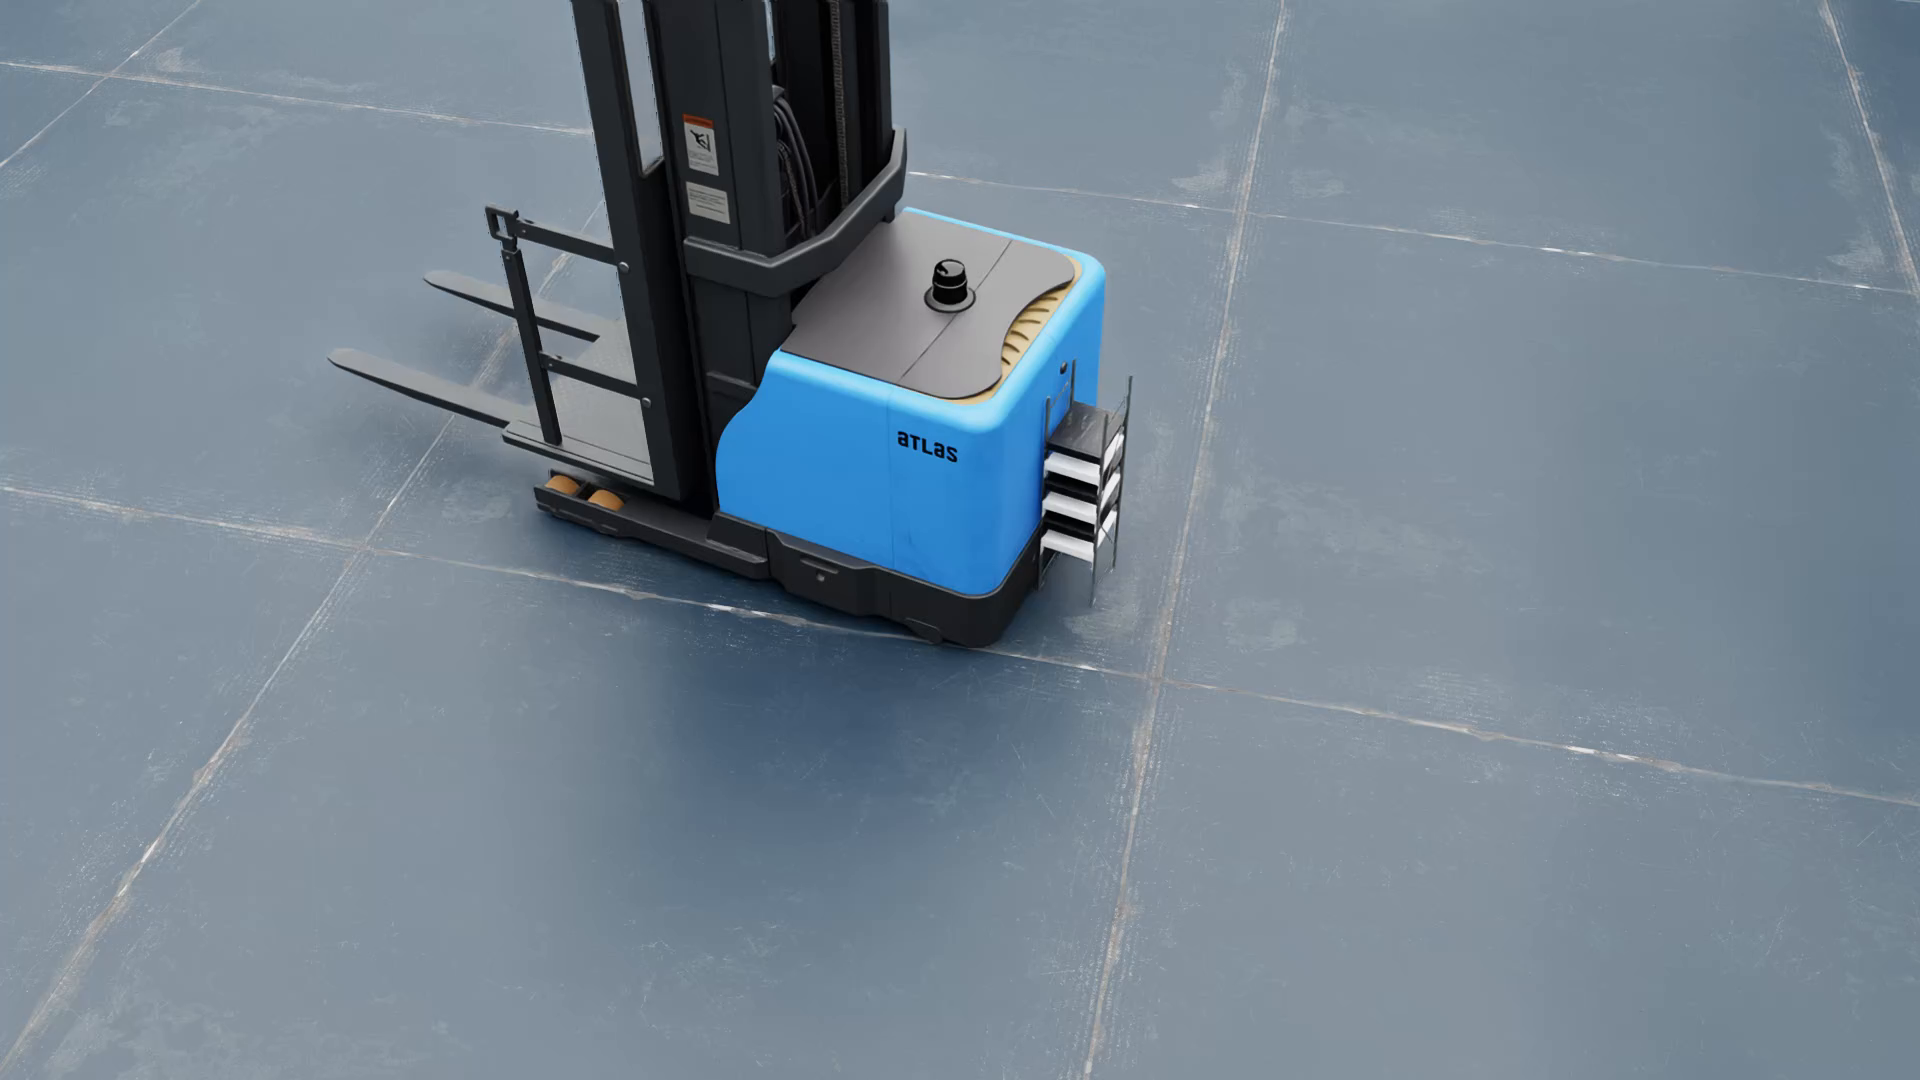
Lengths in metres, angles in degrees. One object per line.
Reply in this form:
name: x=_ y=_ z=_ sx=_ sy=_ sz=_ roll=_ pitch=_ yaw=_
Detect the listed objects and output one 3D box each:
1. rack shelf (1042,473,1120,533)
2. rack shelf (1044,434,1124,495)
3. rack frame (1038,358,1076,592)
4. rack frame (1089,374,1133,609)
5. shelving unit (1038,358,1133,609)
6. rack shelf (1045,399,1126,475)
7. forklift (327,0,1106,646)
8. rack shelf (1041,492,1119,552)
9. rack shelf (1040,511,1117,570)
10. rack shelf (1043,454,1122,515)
rack shelf: x=0.429 y=-0.156 z=5.812 sx=0.200 sy=0.077 sz=0.258 roll=18 pitch=47 yaw=18
rack shelf: x=0.429 y=-0.286 z=5.687 sx=0.200 sy=0.077 sz=0.258 roll=18 pitch=47 yaw=18
rack frame: x=0.337 y=-0.211 z=5.820 sx=0.006 sy=0.900 sz=0.240 roll=18 pitch=47 yaw=18
rack frame: x=0.520 y=-0.150 z=5.757 sx=0.006 sy=0.900 sz=0.240 roll=18 pitch=47 yaw=18
shelving unit: x=0.429 y=-0.180 z=5.789 sx=0.210 sy=0.900 sz=0.258 roll=18 pitch=47 yaw=18
rack shelf: x=0.429 y=-0.351 z=5.624 sx=0.200 sy=0.077 sz=0.258 roll=18 pitch=47 yaw=18
forklift: x=-1.041 y=-1.390 z=5.580 sx=3.031 sy=2.935 sz=1.130 roll=18 pitch=47 yaw=18
rack shelf: x=0.429 y=-0.092 z=5.874 sx=0.200 sy=0.077 sz=0.258 roll=18 pitch=47 yaw=18
rack shelf: x=0.429 y=-0.027 z=5.936 sx=0.200 sy=0.077 sz=0.258 roll=18 pitch=47 yaw=18
rack shelf: x=0.429 y=-0.221 z=5.749 sx=0.200 sy=0.077 sz=0.258 roll=18 pitch=47 yaw=18
